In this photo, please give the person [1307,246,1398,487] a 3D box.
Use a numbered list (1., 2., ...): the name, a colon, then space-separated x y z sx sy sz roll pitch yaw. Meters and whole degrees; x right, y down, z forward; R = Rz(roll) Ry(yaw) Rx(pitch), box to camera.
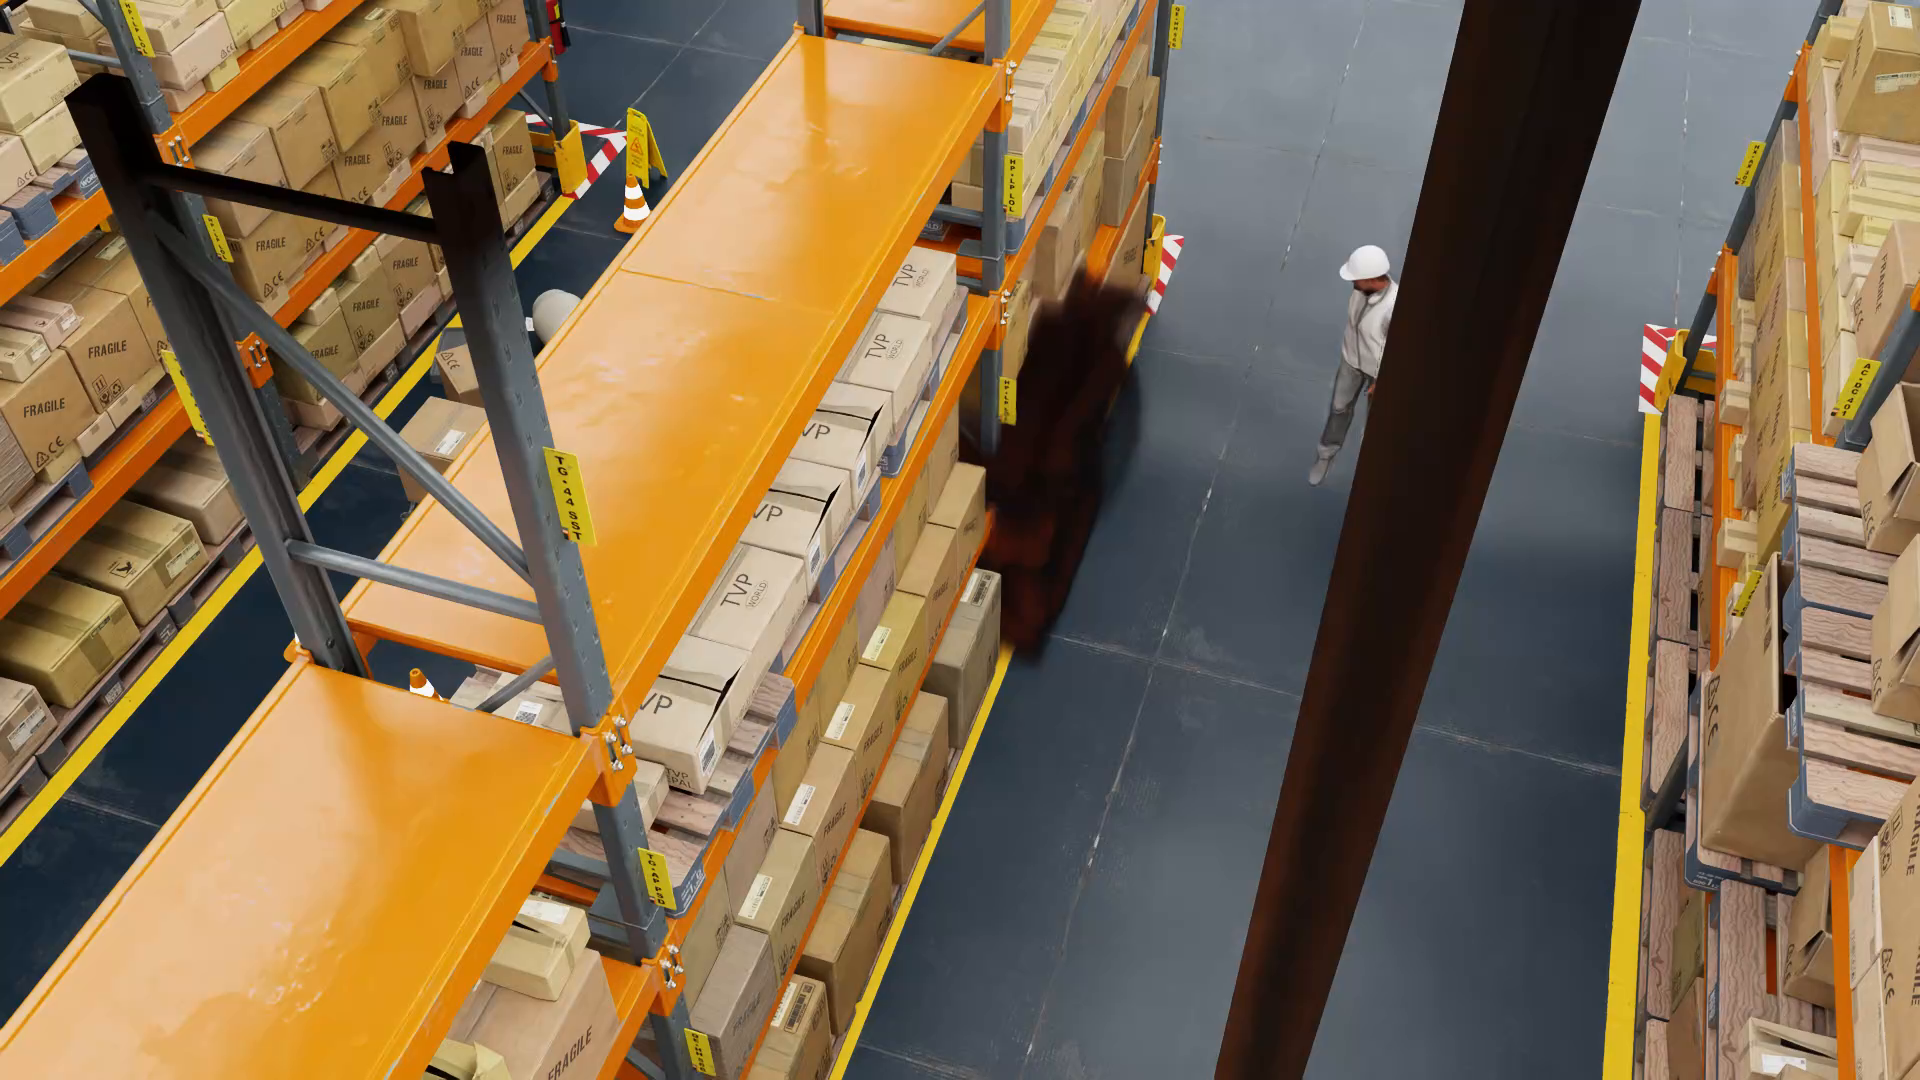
1. person: 2.625 -1.106 10.633 0.519 1.851 0.577 33 54 28
